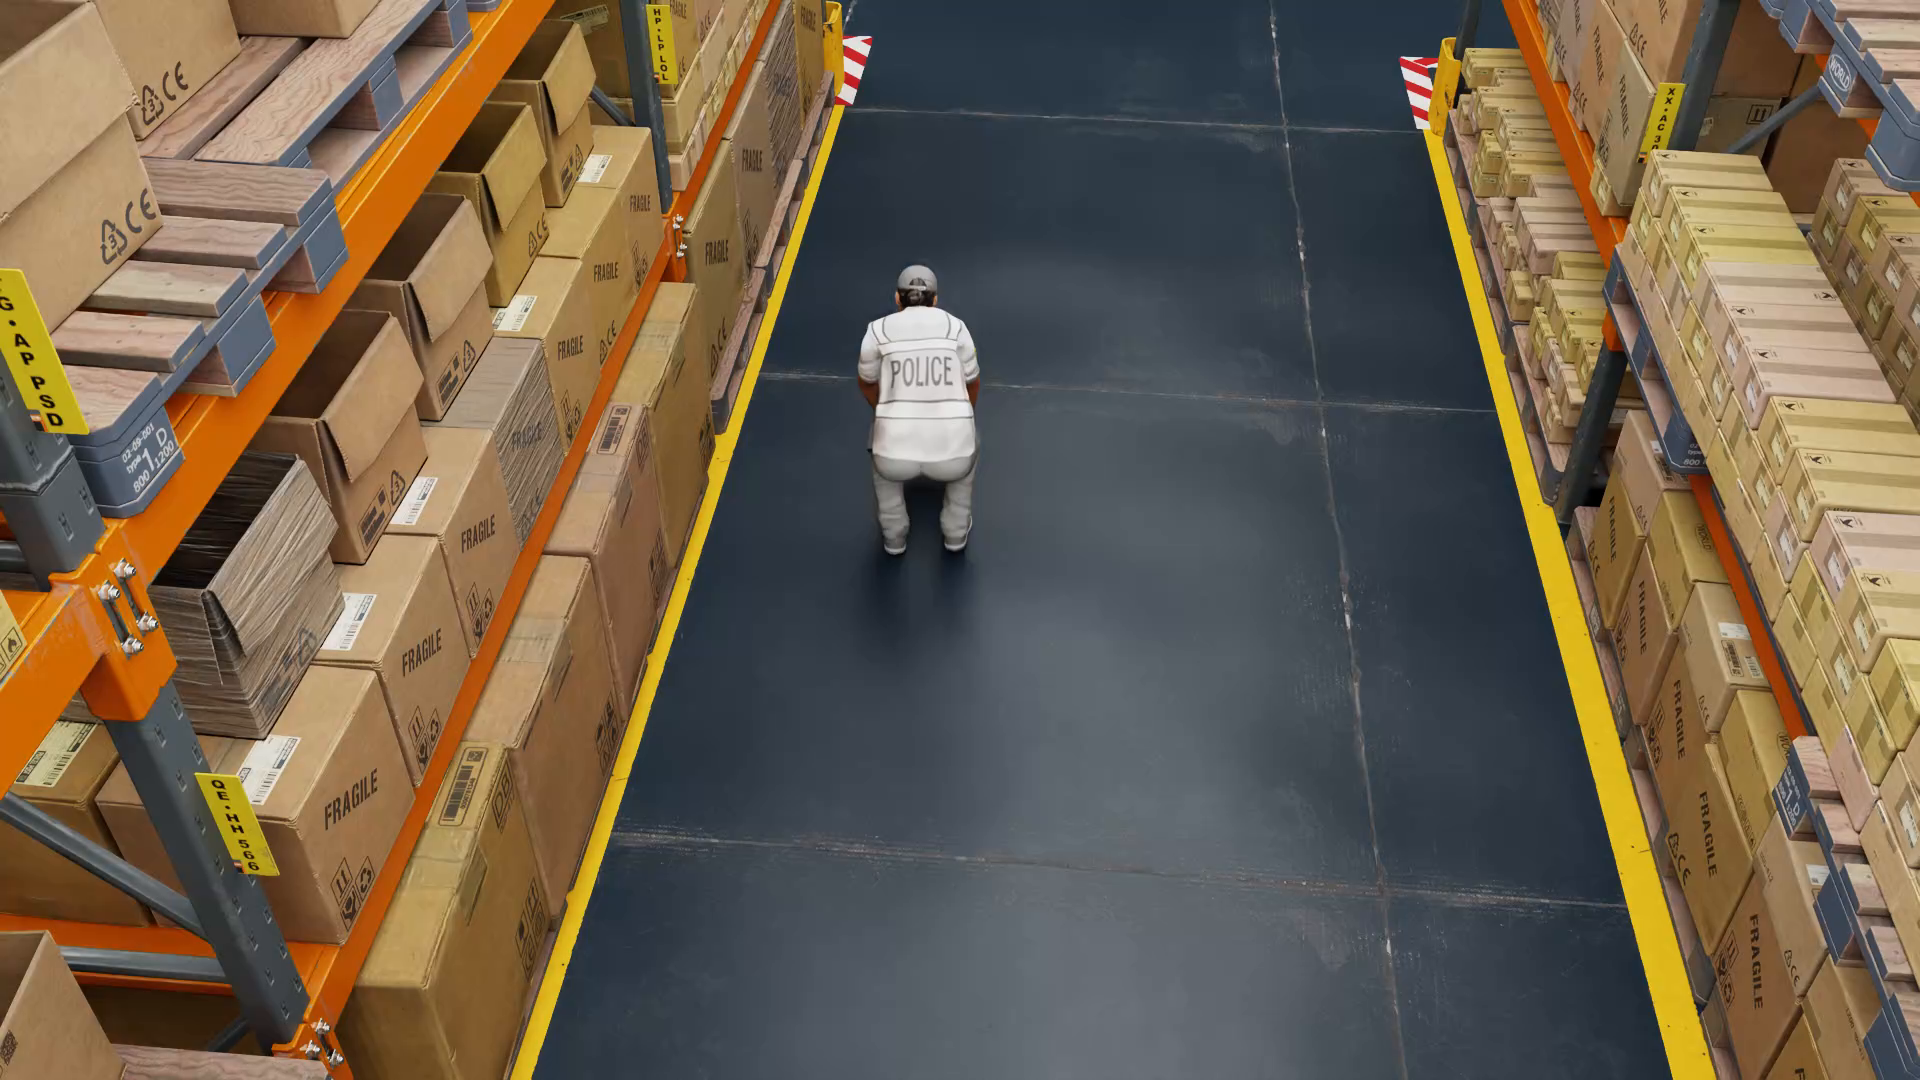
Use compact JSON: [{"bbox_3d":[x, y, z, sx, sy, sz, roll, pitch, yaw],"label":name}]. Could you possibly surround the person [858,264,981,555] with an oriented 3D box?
[{"bbox_3d":[-0.181,-0.508,7.131,0.536,1.184,0.811,2,40,2],"label":"person"}]
